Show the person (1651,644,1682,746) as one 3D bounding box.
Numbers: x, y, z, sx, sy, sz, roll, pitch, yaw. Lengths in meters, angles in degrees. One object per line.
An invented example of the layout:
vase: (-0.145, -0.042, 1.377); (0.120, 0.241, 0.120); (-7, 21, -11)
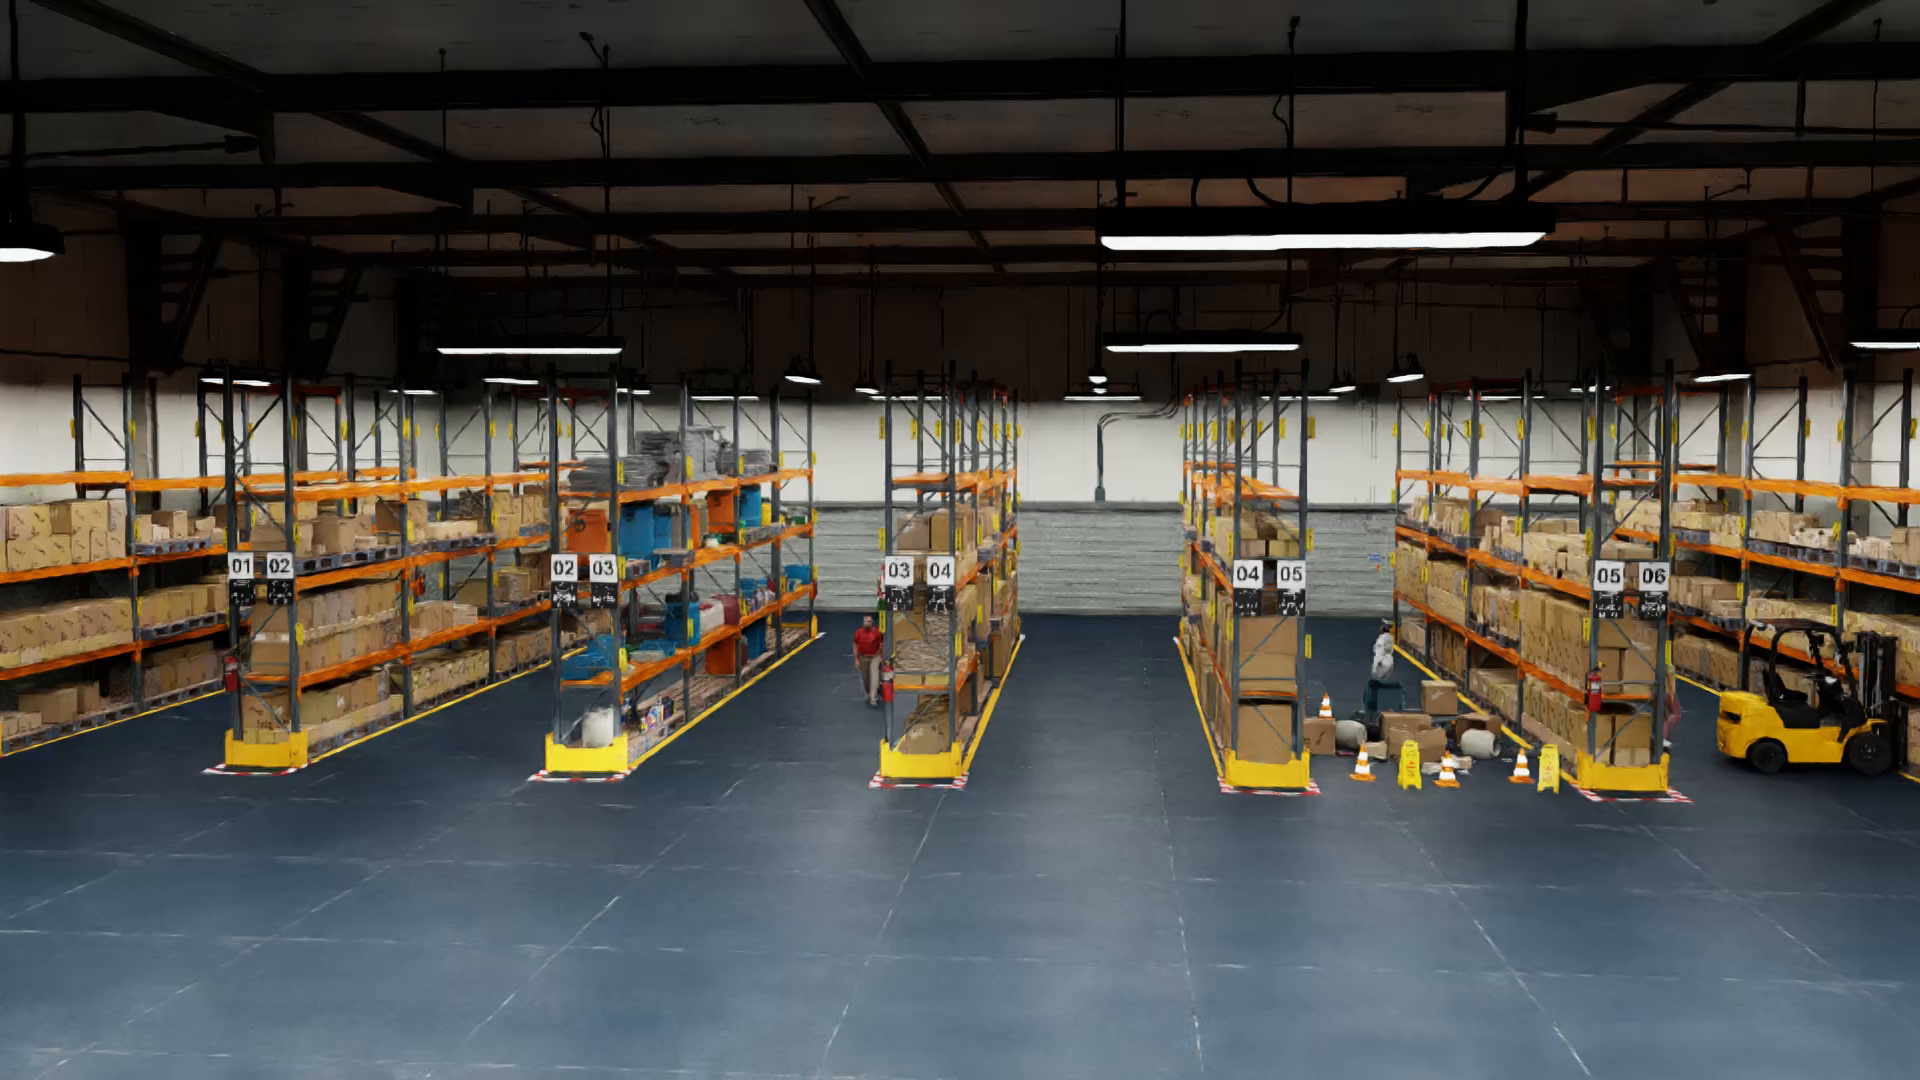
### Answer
person: (11.117, 2.438, 26.284); (0.432, 1.670, 0.503); (-1, 4, -21)

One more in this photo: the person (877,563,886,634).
person: (-1.806, 1.437, 41.038); (0.567, 1.736, 1.044); (0, 4, 4)

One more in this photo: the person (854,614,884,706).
person: (-1.678, 2.165, 30.390); (0.542, 1.645, 1.126); (0, 4, 7)

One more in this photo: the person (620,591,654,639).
person: (-6.607, 1.902, 34.059); (0.729, 1.733, 0.546); (0, 4, 4)

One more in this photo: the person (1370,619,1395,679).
person: (7.422, 2.222, 29.266); (0.550, 1.659, 0.571); (3, 5, 34)
